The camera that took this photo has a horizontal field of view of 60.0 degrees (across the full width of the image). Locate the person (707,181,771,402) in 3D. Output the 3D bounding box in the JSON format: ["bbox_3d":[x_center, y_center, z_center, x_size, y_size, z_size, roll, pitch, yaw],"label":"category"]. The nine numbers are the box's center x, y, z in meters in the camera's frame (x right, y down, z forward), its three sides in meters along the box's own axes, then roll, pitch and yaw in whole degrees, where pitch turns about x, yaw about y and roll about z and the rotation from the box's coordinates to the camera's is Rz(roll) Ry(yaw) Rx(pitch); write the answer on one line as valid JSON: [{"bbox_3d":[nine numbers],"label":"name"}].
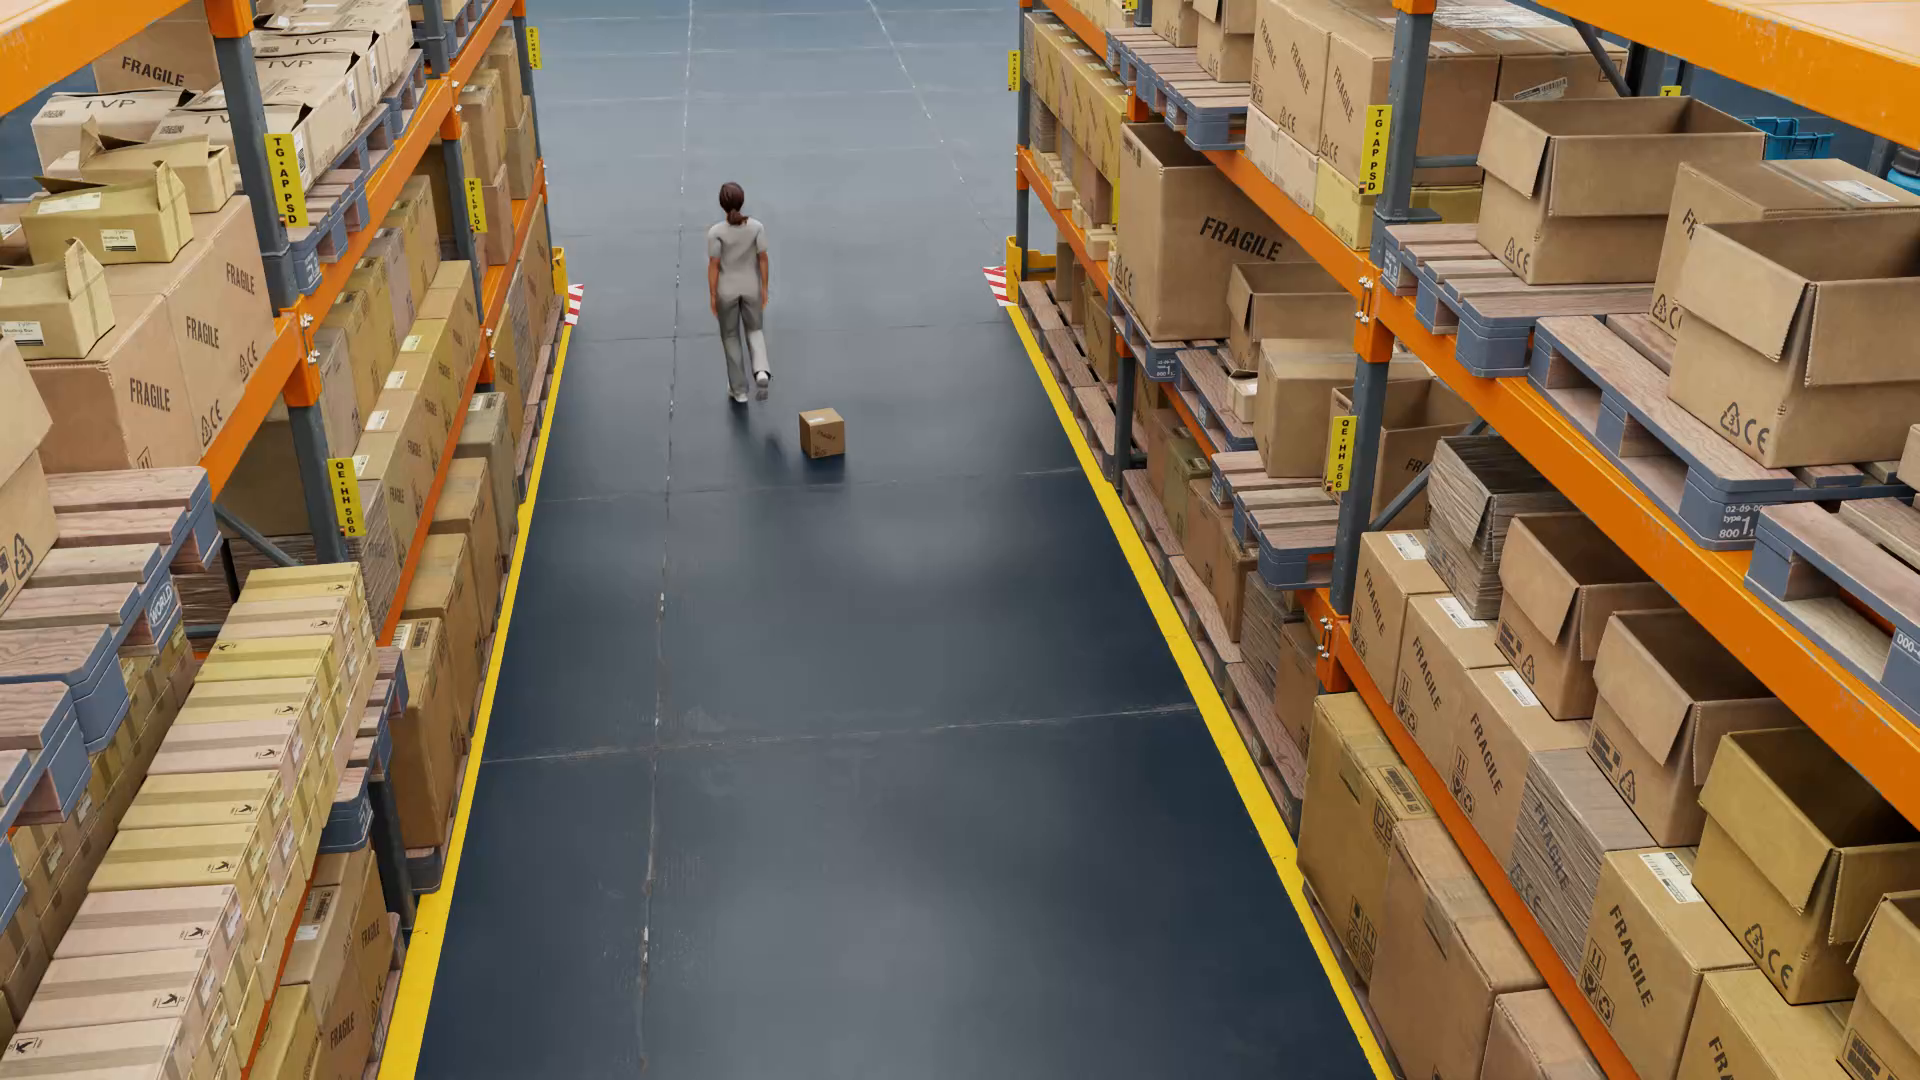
[{"bbox_3d":[-1.585,-1.763,12.011,0.444,1.649,0.589,-10,29,-19],"label":"person"}]
